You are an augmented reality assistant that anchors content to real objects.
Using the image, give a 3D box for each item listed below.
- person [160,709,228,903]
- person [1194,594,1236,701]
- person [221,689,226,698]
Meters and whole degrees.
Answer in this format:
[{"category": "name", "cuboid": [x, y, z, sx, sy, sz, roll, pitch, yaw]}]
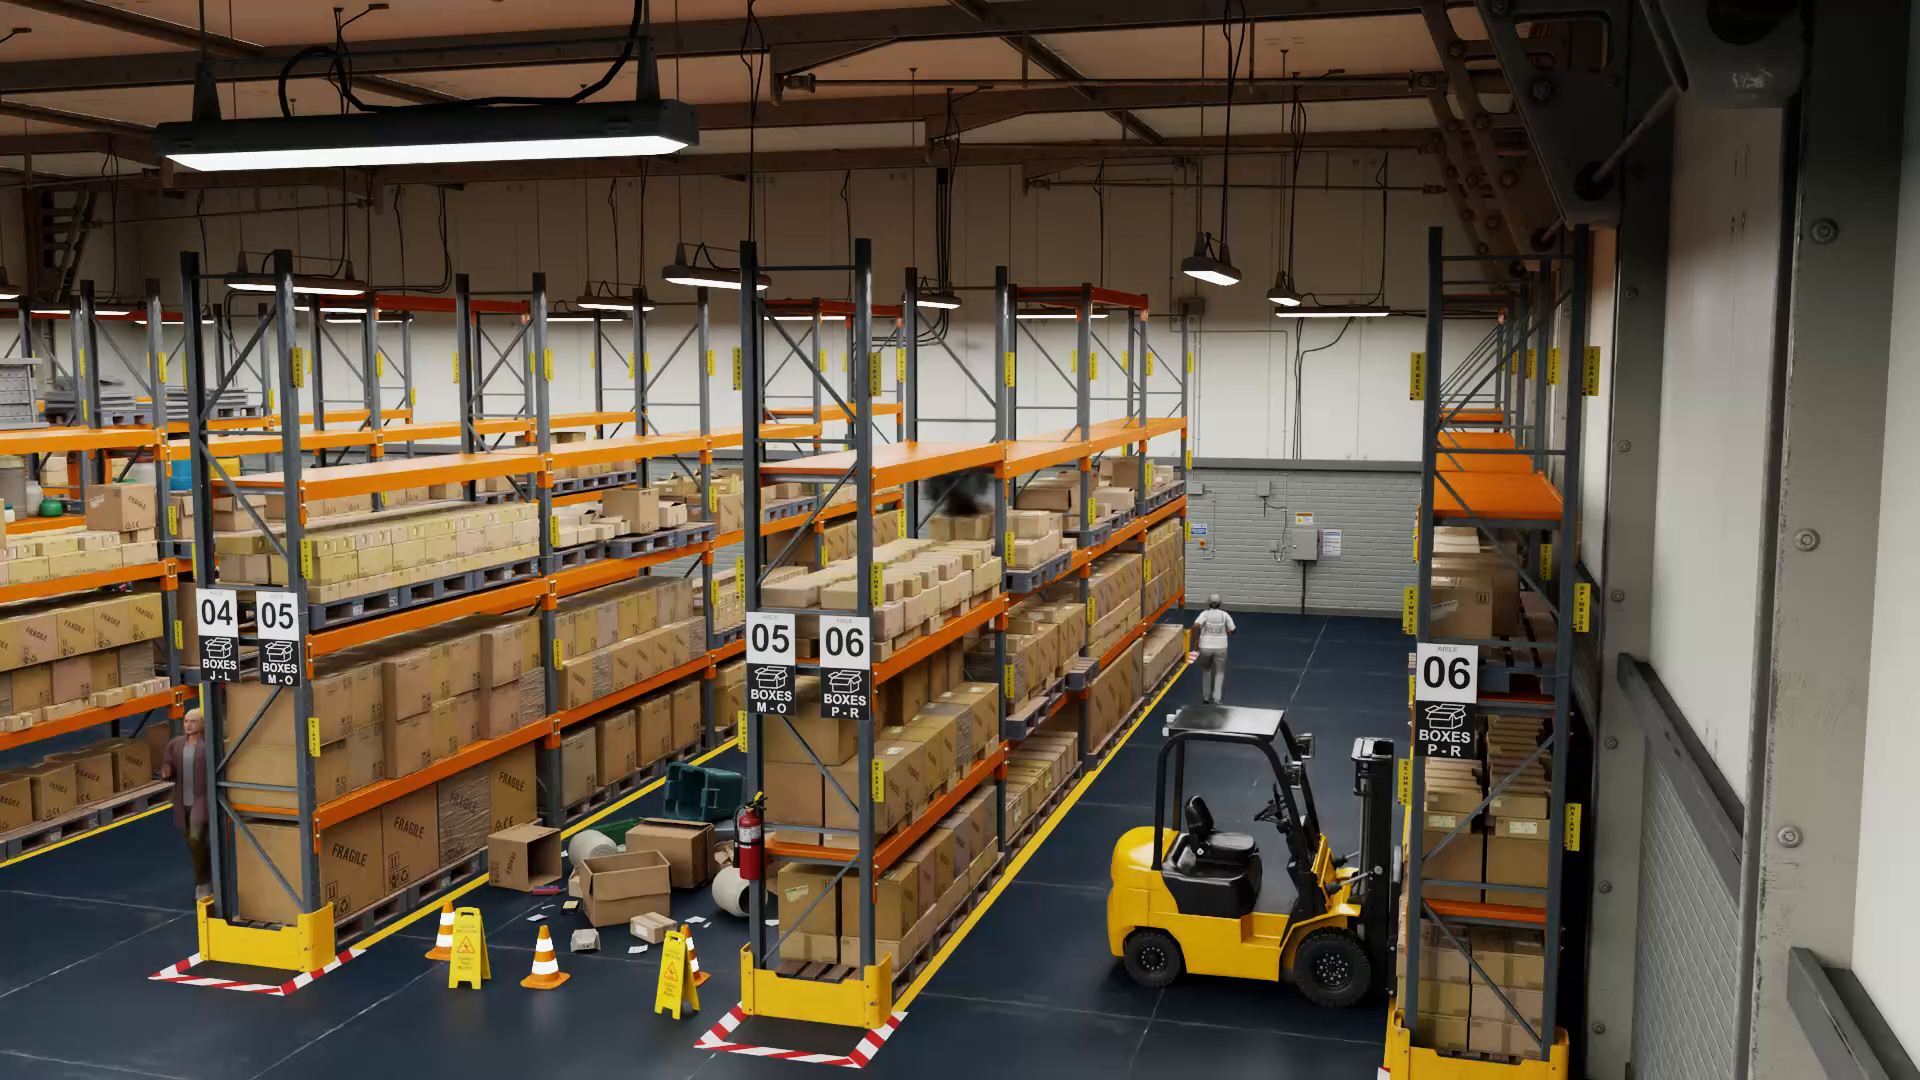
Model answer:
[{"category": "person", "cuboid": [-7.271, 2.519, 15.842, 0.685, 1.826, 0.776, 1, 6, 6]}, {"category": "person", "cuboid": [3.684, 1.565, 24.076, 0.593, 1.563, 0.683, 1, 7, 11]}, {"category": "person", "cuboid": [-11.018, 1.664, 24.474, 0.610, 1.562, 0.882, 1, 6, 8]}]
